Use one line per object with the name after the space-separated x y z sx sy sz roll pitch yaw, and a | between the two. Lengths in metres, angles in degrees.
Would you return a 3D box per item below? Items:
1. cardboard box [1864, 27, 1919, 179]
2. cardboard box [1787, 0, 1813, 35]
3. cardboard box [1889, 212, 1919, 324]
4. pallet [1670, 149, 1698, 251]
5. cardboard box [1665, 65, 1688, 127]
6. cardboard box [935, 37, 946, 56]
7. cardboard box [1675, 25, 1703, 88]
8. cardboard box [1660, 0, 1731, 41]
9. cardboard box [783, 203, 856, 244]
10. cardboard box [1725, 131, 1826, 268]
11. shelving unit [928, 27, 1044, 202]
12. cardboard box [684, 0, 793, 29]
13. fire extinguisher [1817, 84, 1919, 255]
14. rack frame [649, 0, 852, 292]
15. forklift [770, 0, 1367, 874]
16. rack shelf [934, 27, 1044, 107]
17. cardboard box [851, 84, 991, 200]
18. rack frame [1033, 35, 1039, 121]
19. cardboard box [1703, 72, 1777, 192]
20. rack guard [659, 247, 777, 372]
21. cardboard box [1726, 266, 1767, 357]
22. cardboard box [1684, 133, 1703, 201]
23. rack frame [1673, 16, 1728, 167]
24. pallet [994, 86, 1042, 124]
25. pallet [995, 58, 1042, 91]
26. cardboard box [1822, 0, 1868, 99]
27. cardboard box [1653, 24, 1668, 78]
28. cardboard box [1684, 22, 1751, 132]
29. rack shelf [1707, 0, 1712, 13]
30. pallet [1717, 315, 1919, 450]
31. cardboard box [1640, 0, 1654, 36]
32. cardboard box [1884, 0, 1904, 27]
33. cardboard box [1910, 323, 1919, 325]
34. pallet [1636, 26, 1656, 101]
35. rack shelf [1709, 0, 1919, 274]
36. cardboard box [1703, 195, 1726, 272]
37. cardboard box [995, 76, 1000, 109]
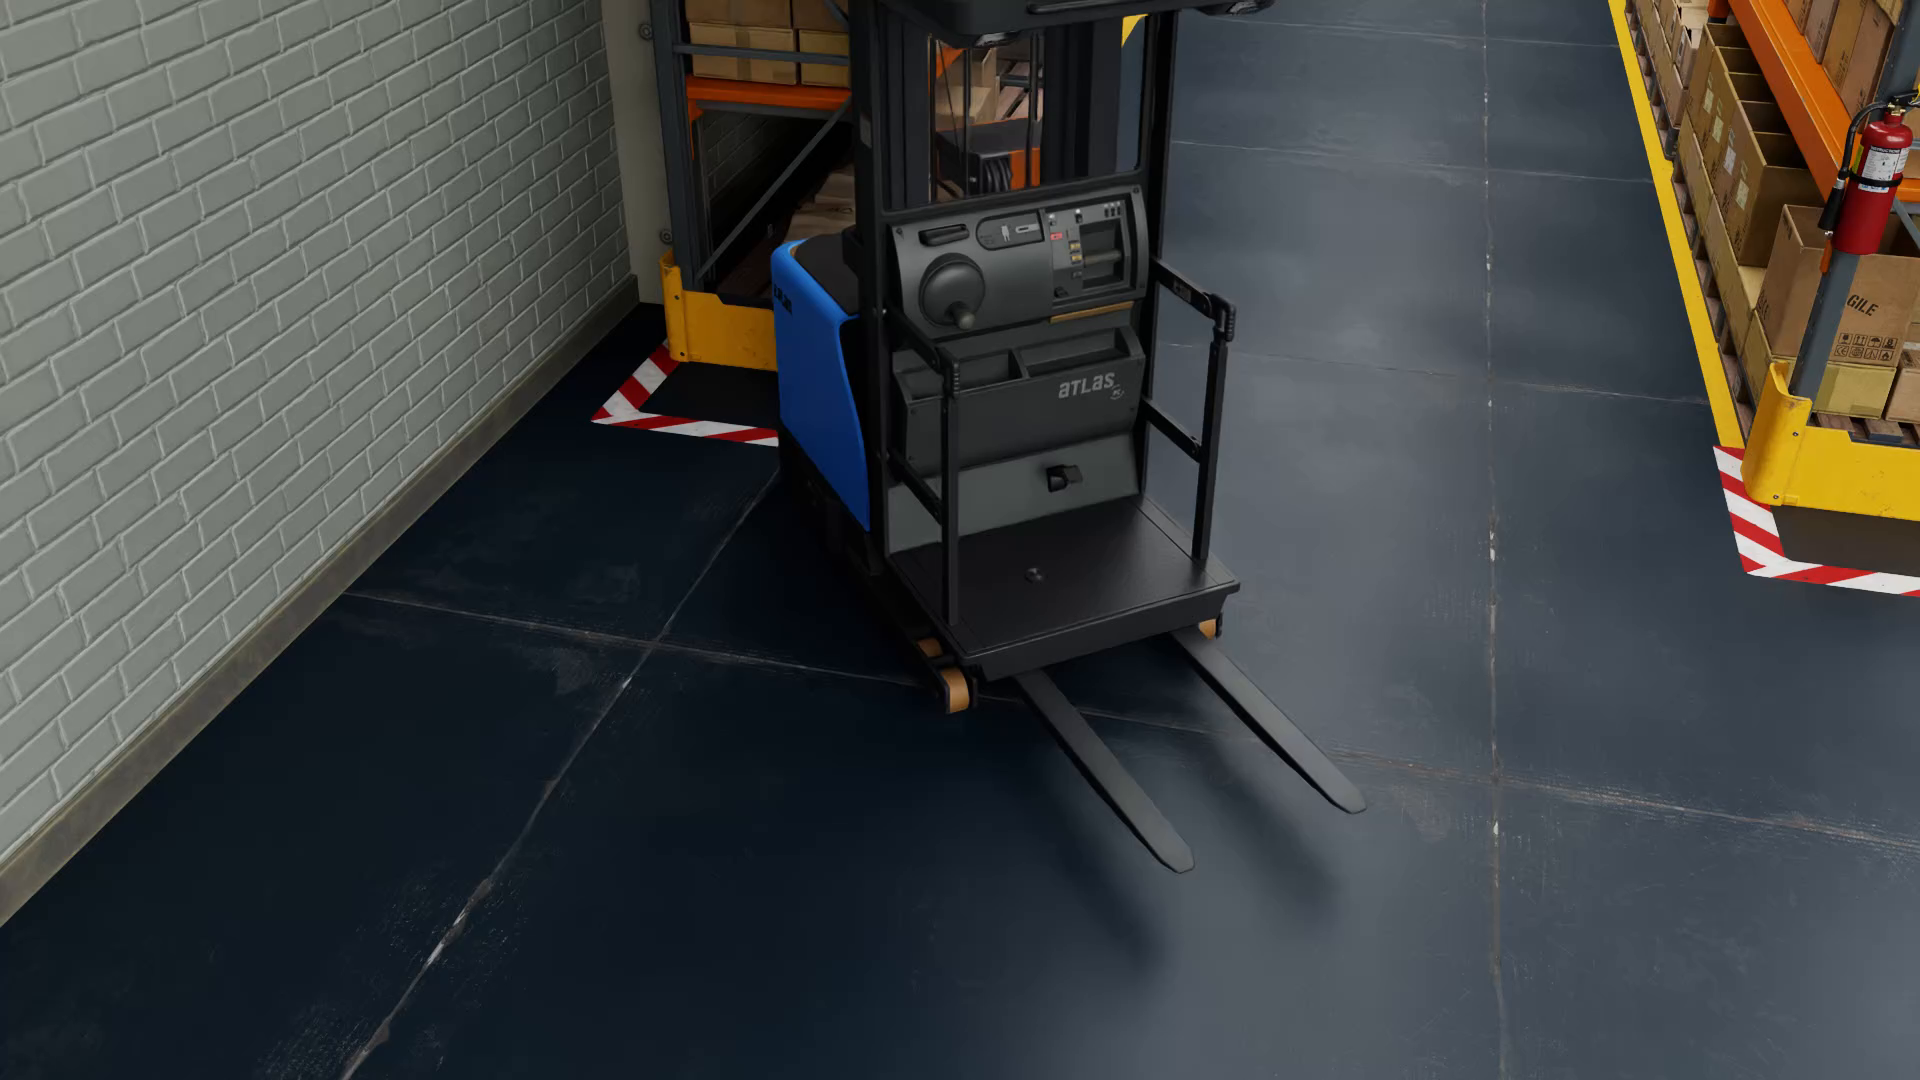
4.068 -1.731 6.584 0.700 0.500 0.500 8 33 12 | cardboard box
4.588 -2.801 8.267 0.700 0.500 0.500 9 33 13 | cardboard box
4.414 -1.290 7.455 0.500 0.500 0.500 8 33 12 | cardboard box
4.710 -1.941 9.606 1.003 0.211 1.213 8 33 12 | pallet
4.778 -2.796 10.523 0.500 0.250 0.500 8 33 12 | cardboard box
-0.306 -2.548 8.083 0.500 0.250 0.500 7 33 11 | cardboard box
4.778 -3.027 10.364 0.500 0.311 0.500 8 33 12 | cardboard box
5.033 -3.556 11.197 0.500 0.311 0.500 8 33 12 | cardboard box
-0.592 -1.519 8.439 0.500 0.311 0.500 4 33 7 | cardboard box
4.025 -1.622 7.977 0.500 0.500 0.500 8 33 12 | cardboard box
0.174 -1.550 7.232 0.503 2.100 0.431 -13 35 -19 | shelving unit
-0.941 -2.656 7.554 0.500 0.500 0.500 8 33 12 | cardboard box
3.458 -1.418 6.256 0.296 0.674 0.183 8 33 12 | fire extinguisher
-0.855 -2.121 7.290 1.000 3.000 0.127 8 33 12 | rack frame
0.304 -0.897 5.429 1.130 2.935 3.031 -14 35 -21 | forklift
0.174 -2.130 6.863 0.480 0.518 0.431 -13 35 -19 | rack shelf
-0.213 -2.268 9.442 0.700 0.500 0.500 6 33 9 | cardboard box
0.398 -1.602 7.313 0.015 2.100 0.400 -13 35 -19 | rack frame
4.279 -2.141 8.794 0.500 0.500 0.500 8 33 12 | cardboard box
-0.836 -1.106 8.023 1.175 0.500 0.348 8 33 12 | rack guard
3.903 -1.045 7.769 0.500 0.250 0.500 8 33 12 | cardboard box
4.410 -2.083 9.402 0.500 0.250 0.500 8 33 12 | cardboard box
4.953 -3.524 9.498 1.000 3.000 0.127 8 33 12 | rack frame
0.024 -2.667 10.748 1.003 0.211 1.213 8 33 12 | pallet
0.356 -3.424 11.940 1.003 0.211 1.213 8 33 12 | pallet
4.329 -2.261 7.418 0.700 0.500 0.500 8 33 13 | cardboard box
5.037 -3.324 11.354 0.500 0.250 0.500 9 33 13 | cardboard box
4.532 -2.660 9.610 0.500 0.500 0.500 8 33 12 | cardboard box
5.460 -4.259 11.323 1.077 0.370 4.000 8 33 12 | rack shelf
4.091 -0.674 7.614 1.003 0.211 1.213 8 33 12 | pallet
5.298 -3.853 12.187 0.500 0.250 0.500 7 33 11 | cardboard box
3.915 -2.125 6.598 0.380 0.149 0.250 9 34 14 | cardboard box
4.412 -0.973 7.657 0.500 0.250 0.500 8 33 12 | cardboard box
5.410 -3.370 11.855 1.003 0.211 1.213 8 33 12 | pallet
4.445 -2.183 8.058 1.077 0.370 4.000 8 33 12 | rack shelf
4.157 -1.564 8.586 0.500 0.250 0.500 8 33 12 | cardboard box
0.053 -2.905 10.755 0.380 0.166 0.250 4 33 6 | cardboard box
